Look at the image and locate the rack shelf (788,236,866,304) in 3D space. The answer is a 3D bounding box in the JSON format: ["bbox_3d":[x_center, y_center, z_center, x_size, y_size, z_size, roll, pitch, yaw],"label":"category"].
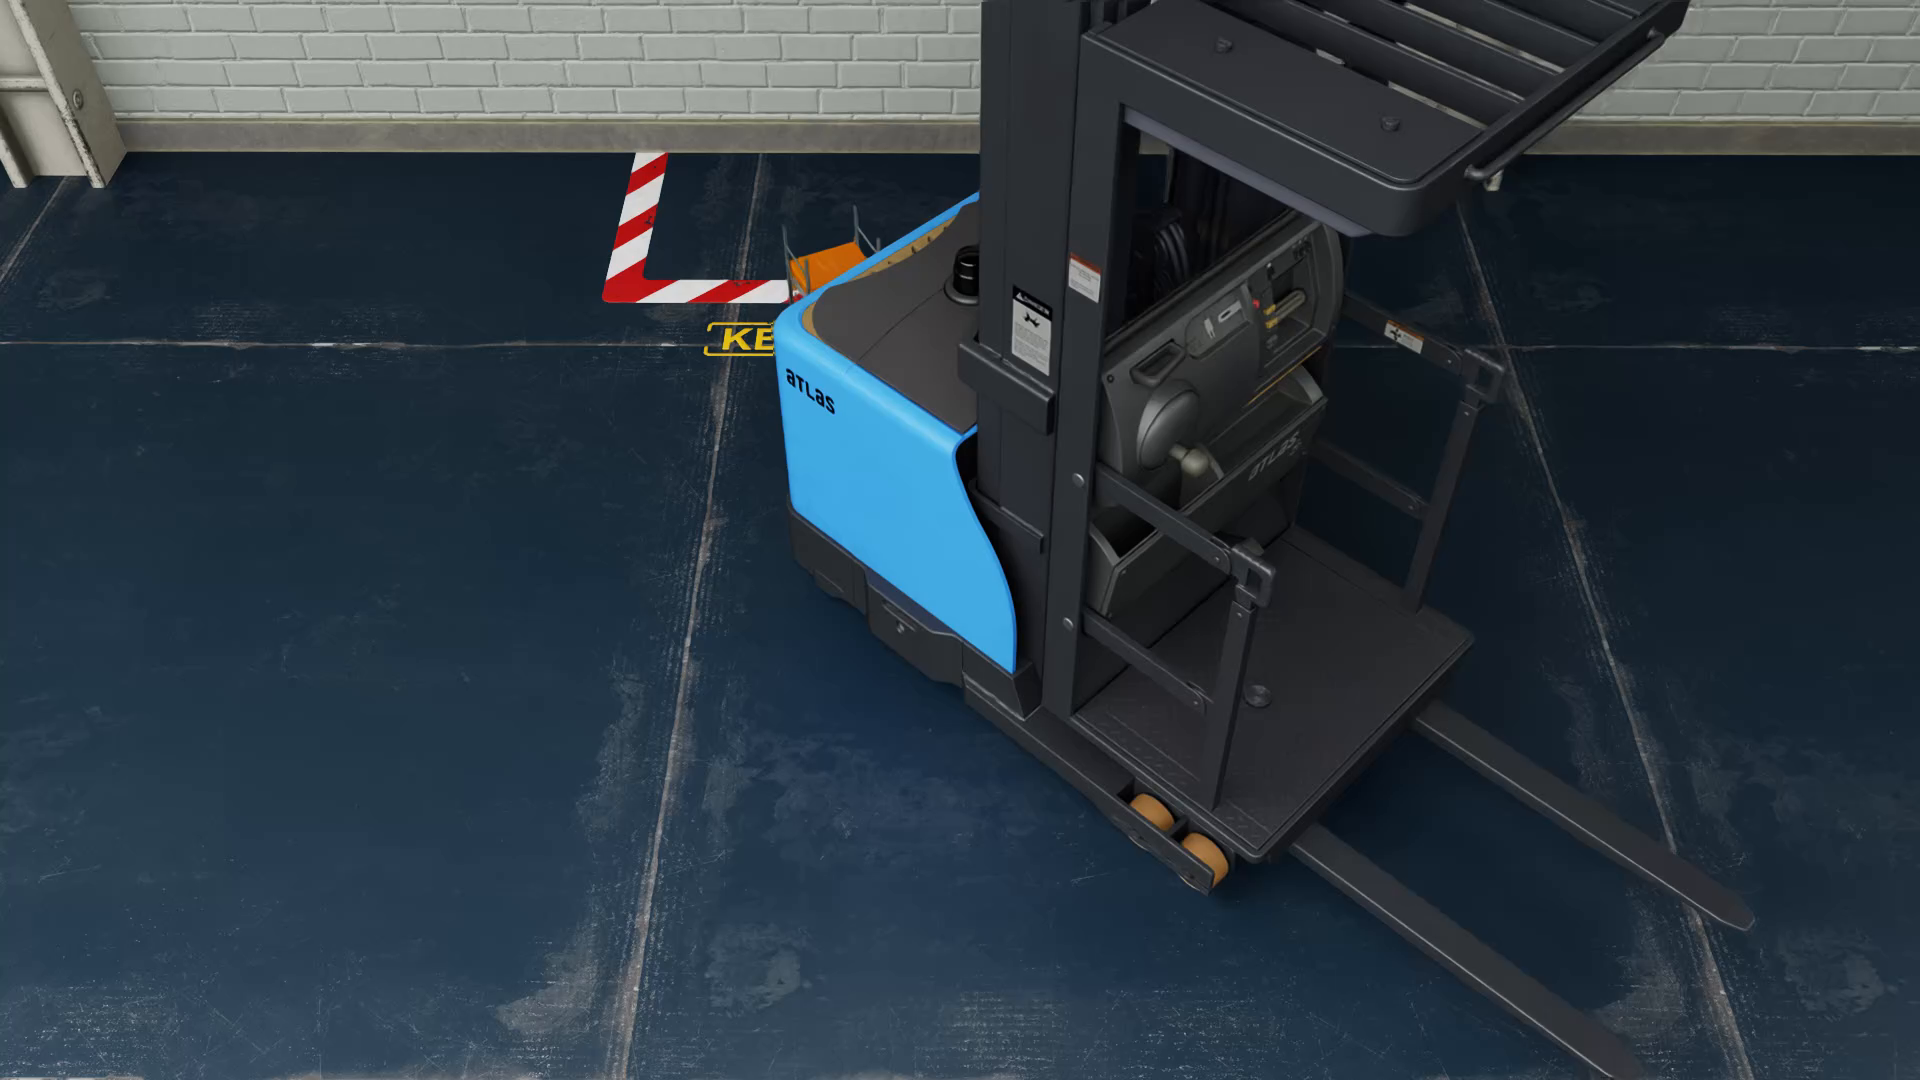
[{"bbox_3d":[-0.404,-0.793,5.397,0.240,0.259,0.215,-20,50,-17],"label":"rack shelf"}]

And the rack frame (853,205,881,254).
[{"bbox_3d":[-0.294,-0.645,5.634,0.008,1.050,0.200,-20,50,-17],"label":"rack frame"}]

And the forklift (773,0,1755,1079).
[{"bbox_3d":[0.836,-0.424,4.142,3.031,2.935,1.130,35,56,28],"label":"forklift"}]

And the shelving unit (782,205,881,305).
[{"bbox_3d":[-0.404,-0.606,5.597,0.252,1.050,0.215,-20,50,-17],"label":"shelving unit"}]

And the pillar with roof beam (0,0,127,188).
[{"bbox_3d":[-3.896,-1.546,1.042,0.400,9.000,9.100,0,47,0],"label":"pillar with roof beam"}]

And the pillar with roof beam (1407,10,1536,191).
[{"bbox_3d":[2.104,-1.530,1.026,0.400,9.000,9.100,0,47,0],"label":"pillar with roof beam"}]

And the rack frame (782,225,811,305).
[{"bbox_3d":[-0.514,-0.568,5.561,0.008,1.050,0.200,-20,50,-17],"label":"rack frame"}]
